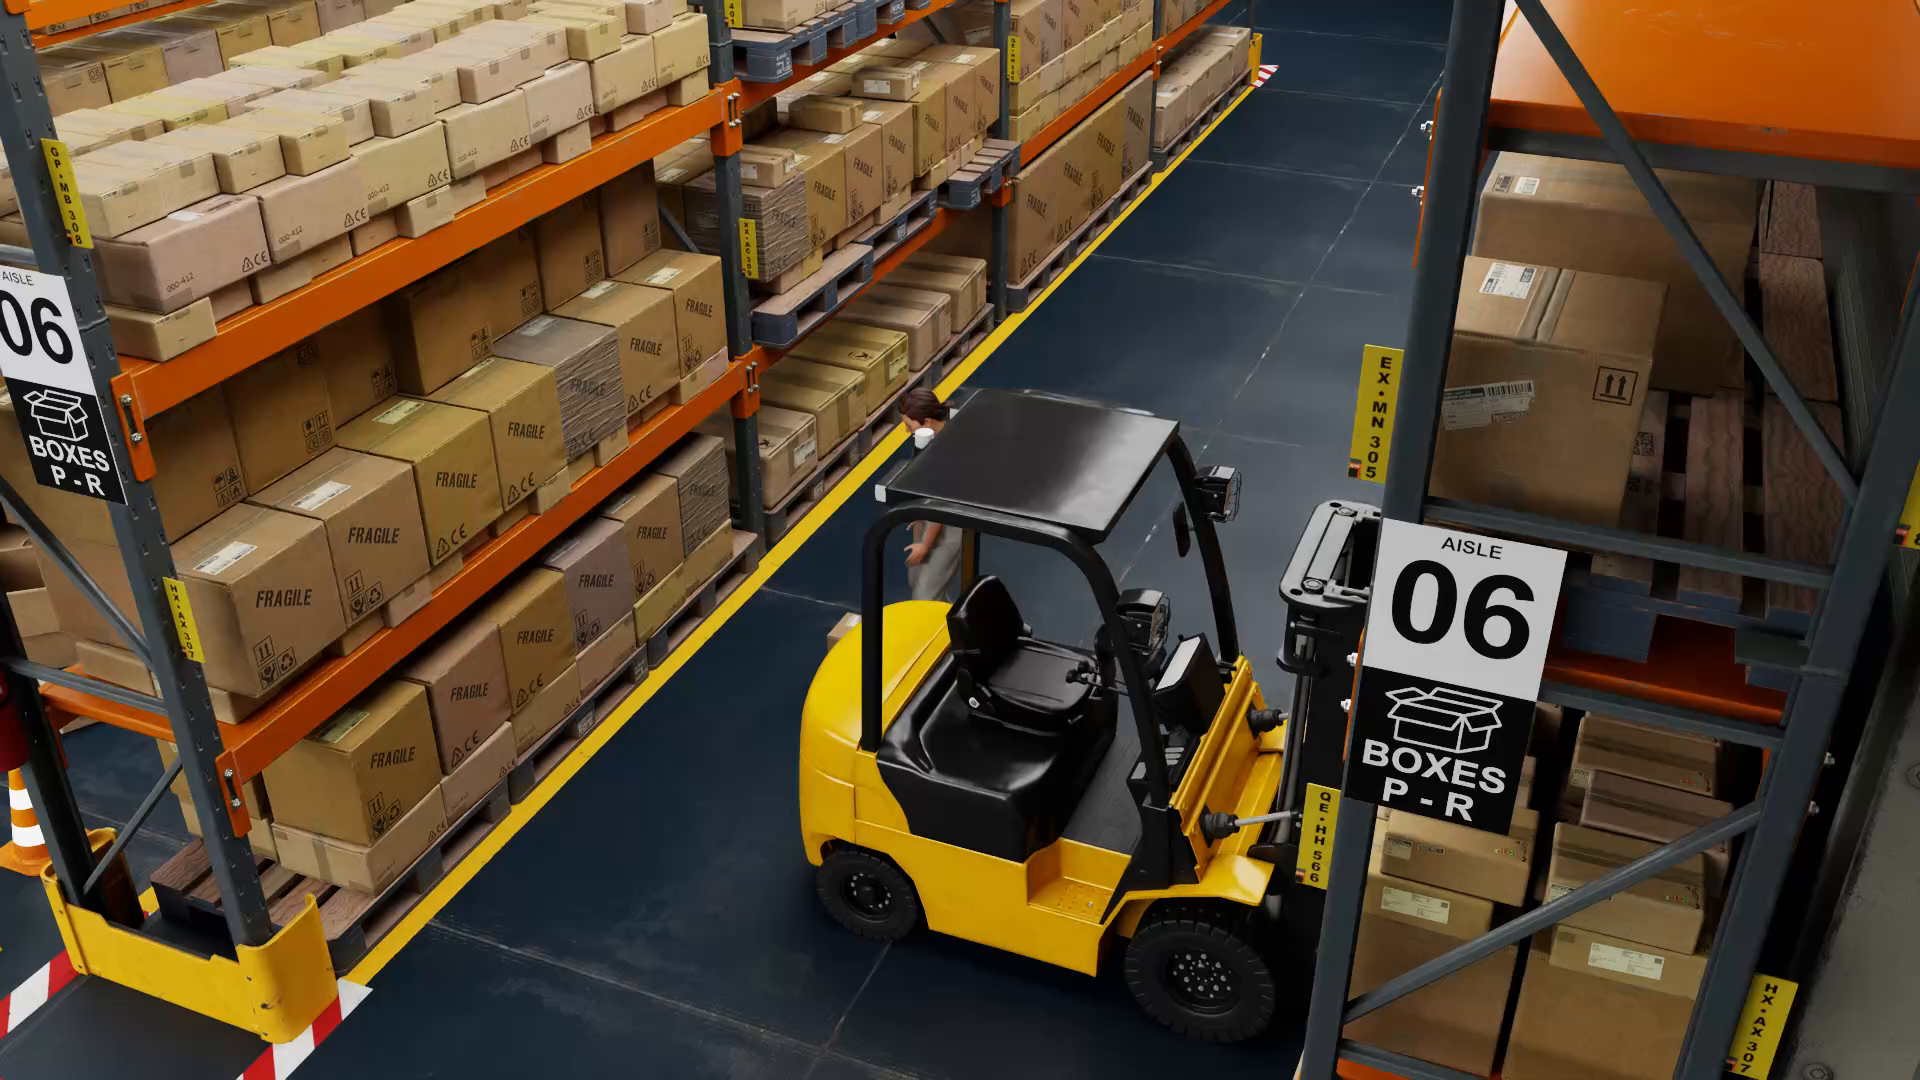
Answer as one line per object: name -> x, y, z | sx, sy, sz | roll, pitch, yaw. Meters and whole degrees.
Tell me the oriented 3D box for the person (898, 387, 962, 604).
person -> -0.121, -0.034, 8.501 | 0.370, 1.637, 0.458 | -3, 30, -5
